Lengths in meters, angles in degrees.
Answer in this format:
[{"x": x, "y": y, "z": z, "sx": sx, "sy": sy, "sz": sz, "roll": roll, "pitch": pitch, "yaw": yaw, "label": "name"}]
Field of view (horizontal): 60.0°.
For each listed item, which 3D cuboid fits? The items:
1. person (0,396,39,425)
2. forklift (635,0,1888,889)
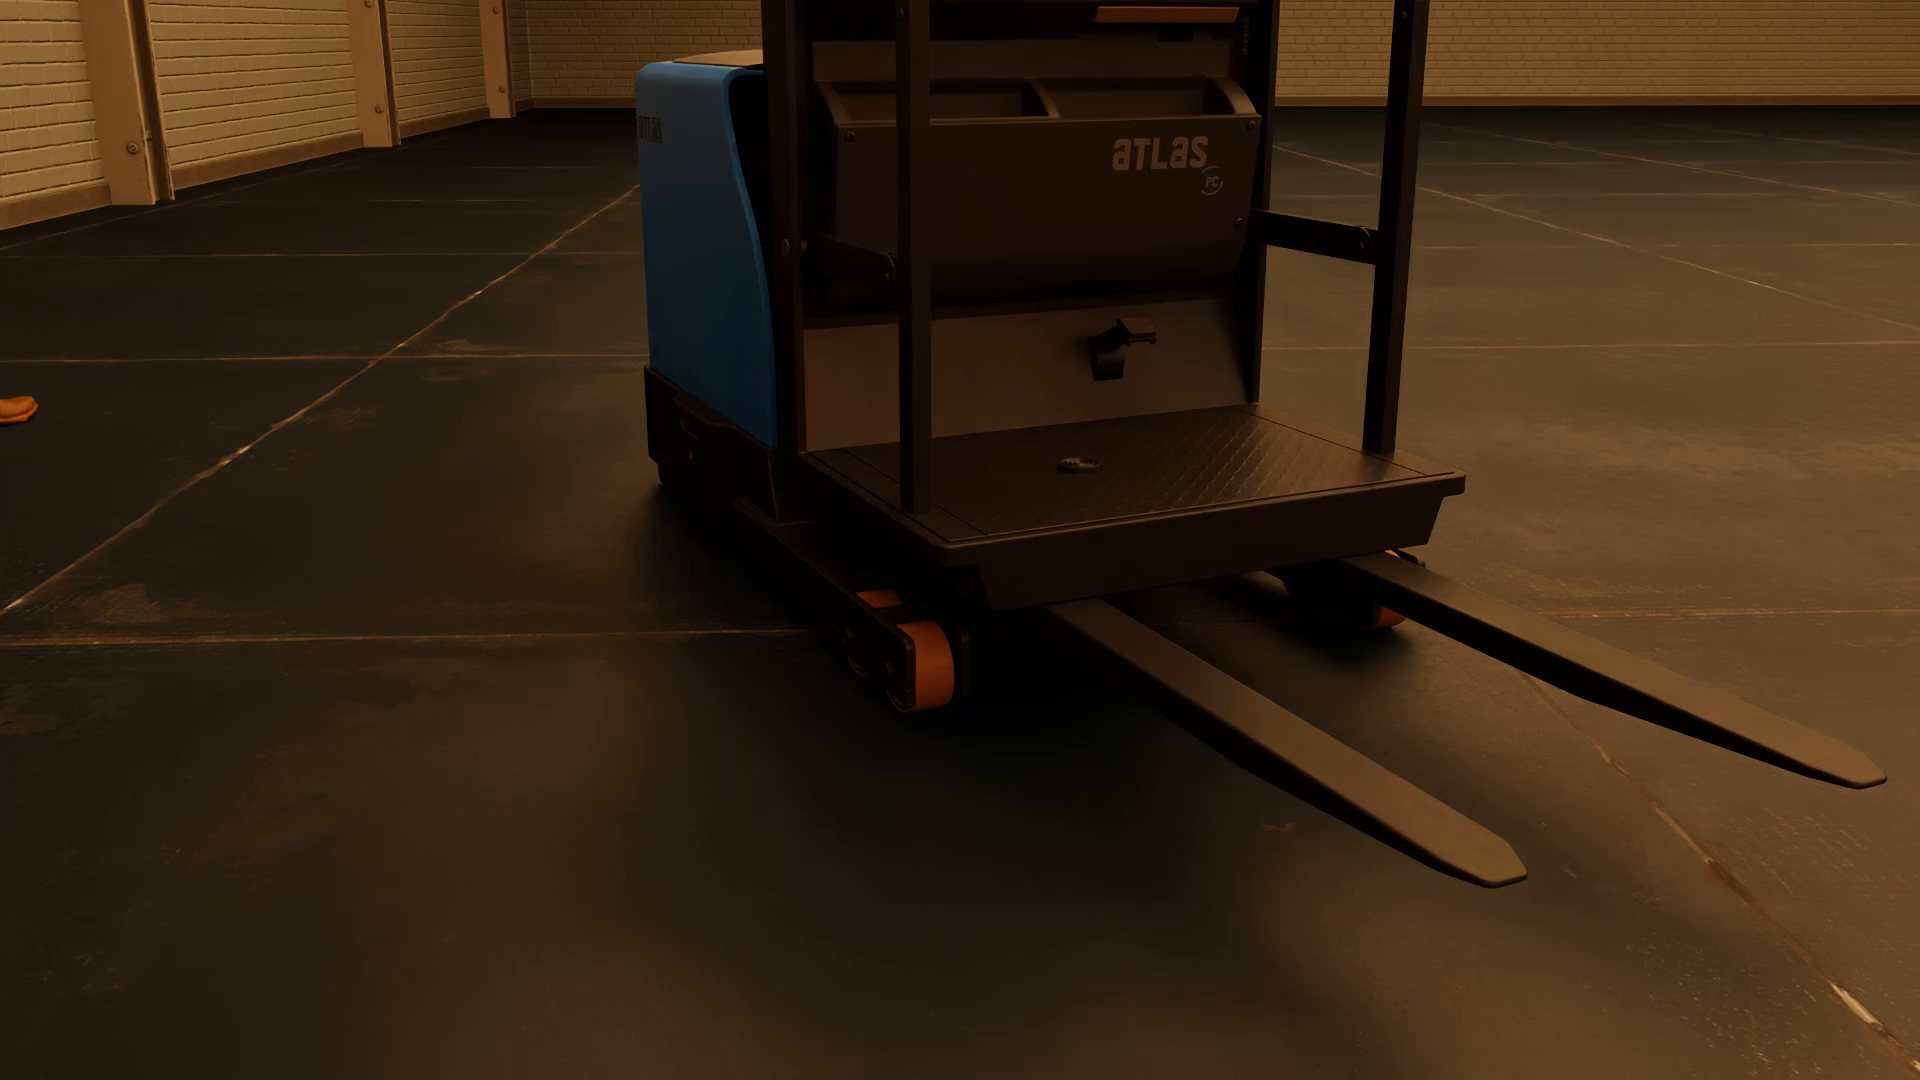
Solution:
[{"x": -3.116, "y": -1.207, "z": 4.804, "sx": 0.530, "sy": 1.796, "sz": 0.359, "roll": 3, "pitch": 17, "yaw": 11, "label": "person"}, {"x": 0.258, "y": -1.240, "z": 2.962, "sx": 1.130, "sy": 2.935, "sz": 3.031, "roll": -8, "pitch": 19, "yaw": -24, "label": "forklift"}]
